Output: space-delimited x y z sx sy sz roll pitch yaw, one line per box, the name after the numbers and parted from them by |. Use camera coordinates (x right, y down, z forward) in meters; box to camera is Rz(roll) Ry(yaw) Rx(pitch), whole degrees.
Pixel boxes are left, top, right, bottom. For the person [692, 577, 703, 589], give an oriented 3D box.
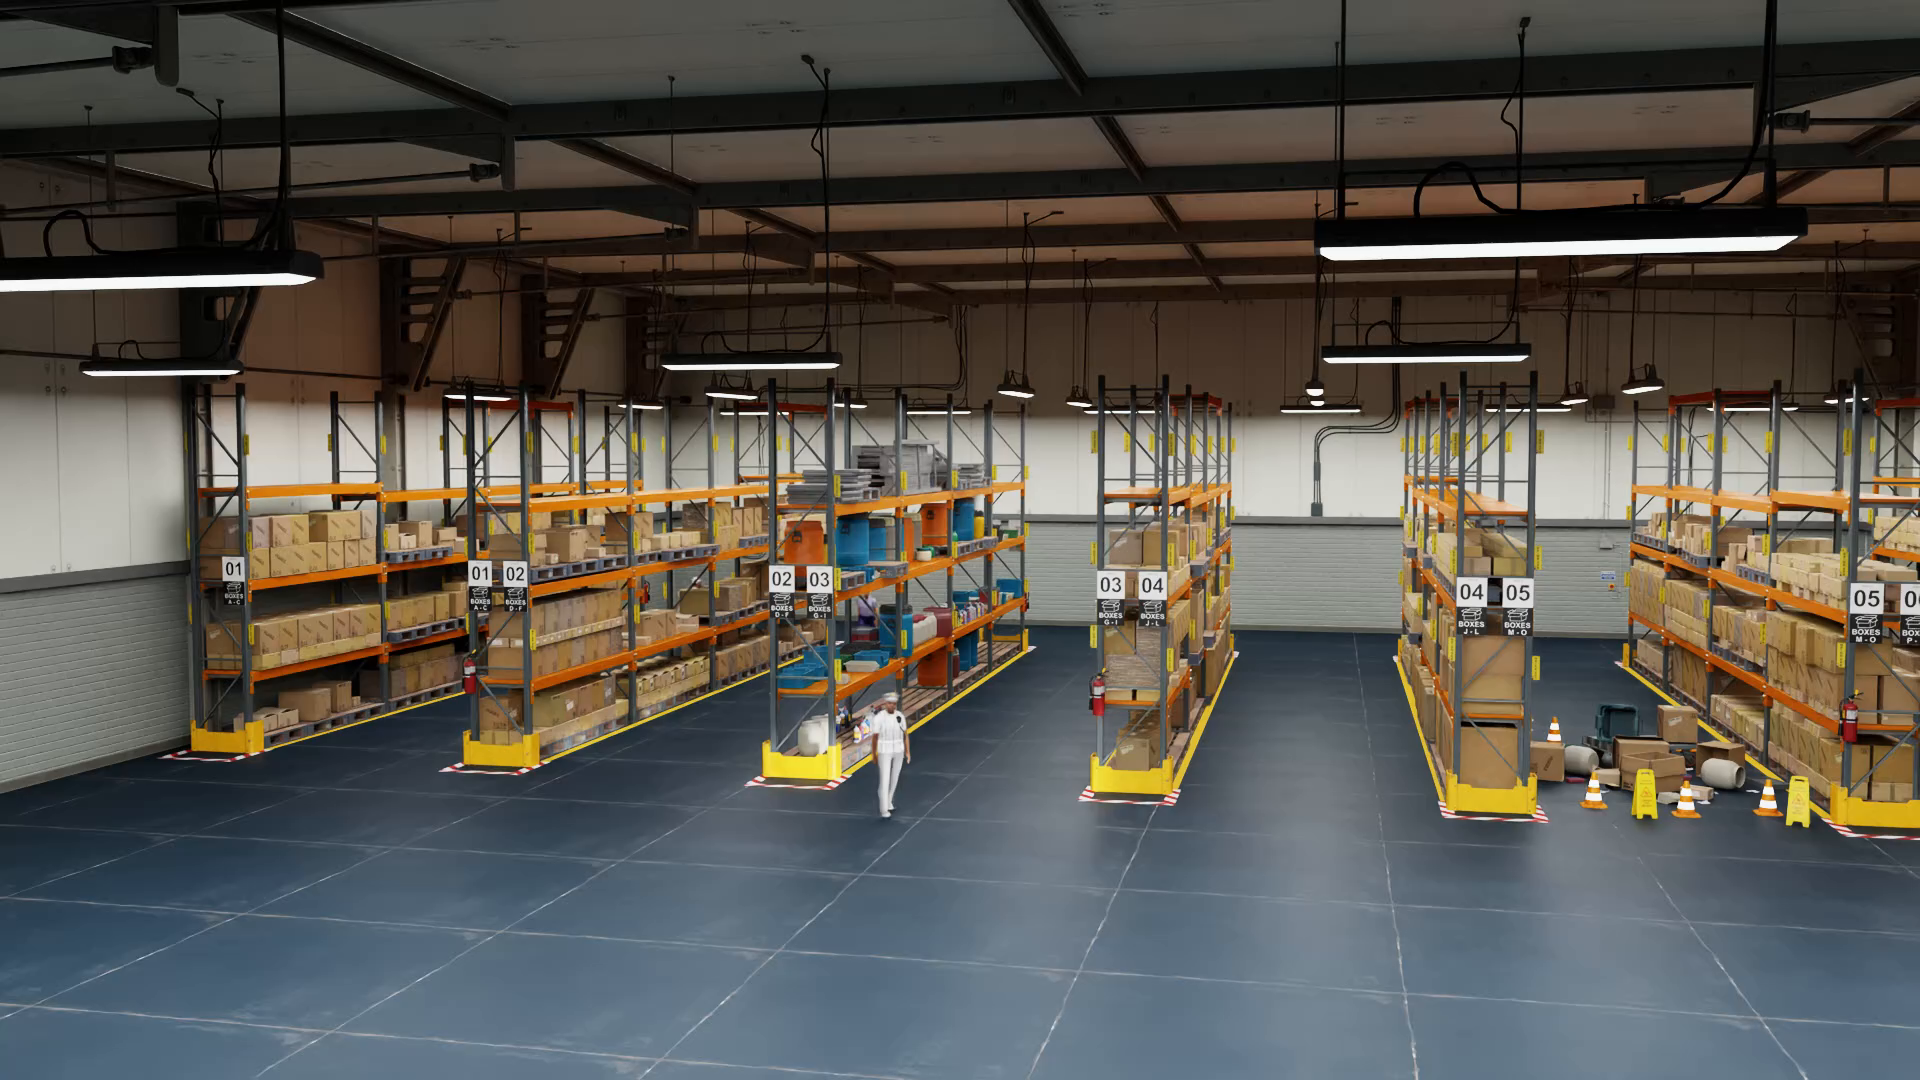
-6.445 1.760 40.488 0.438 1.723 0.570 -3 5 -44 | person

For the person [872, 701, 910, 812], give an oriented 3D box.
-0.947 2.862 22.519 0.485 1.536 0.733 -1 4 -22 | person

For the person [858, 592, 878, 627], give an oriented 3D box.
-2.199 1.914 39.756 0.485 1.601 0.844 1 3 10 | person
